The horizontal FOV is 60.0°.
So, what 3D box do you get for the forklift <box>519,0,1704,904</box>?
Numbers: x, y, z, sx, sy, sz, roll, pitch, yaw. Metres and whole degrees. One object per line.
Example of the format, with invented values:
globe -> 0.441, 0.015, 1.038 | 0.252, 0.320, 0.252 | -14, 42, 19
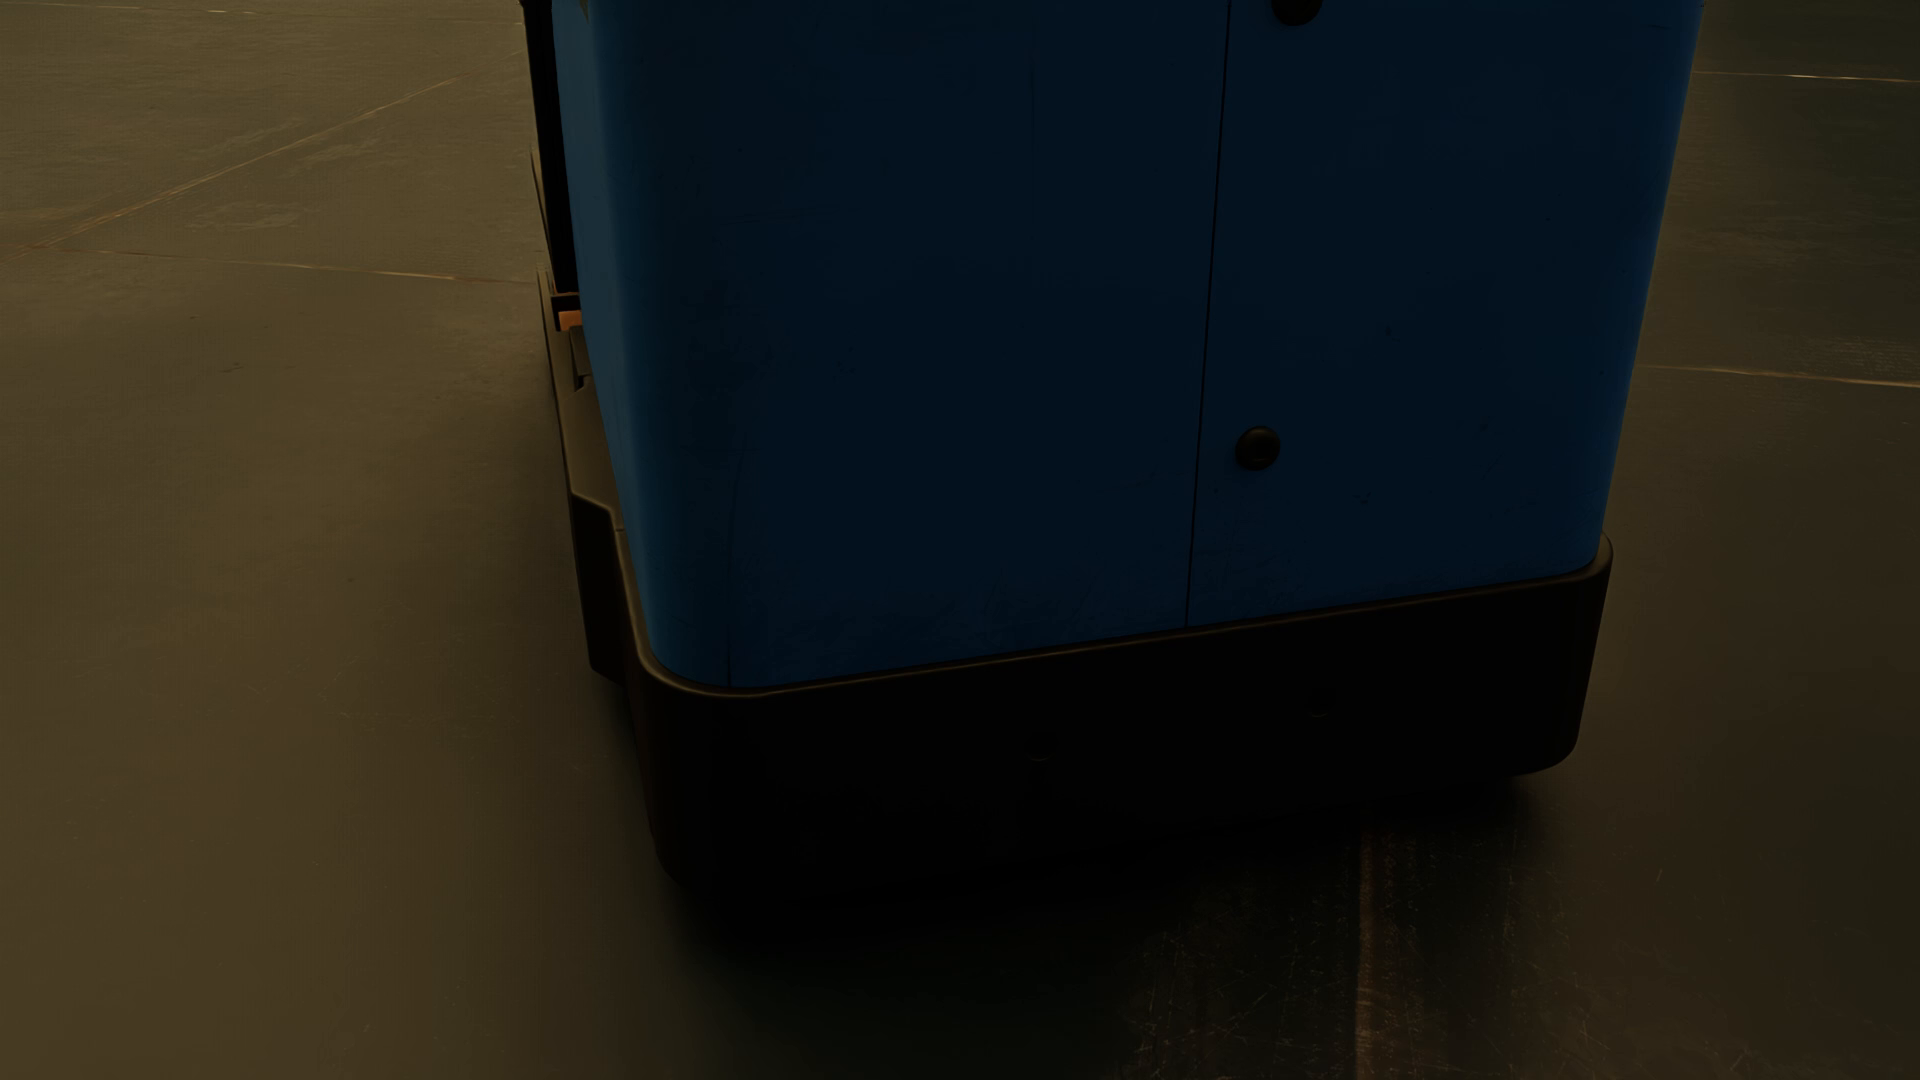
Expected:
forklift -> -0.174, -1.596, 2.409 | 1.130, 2.935, 3.031 | -7, 28, -14
